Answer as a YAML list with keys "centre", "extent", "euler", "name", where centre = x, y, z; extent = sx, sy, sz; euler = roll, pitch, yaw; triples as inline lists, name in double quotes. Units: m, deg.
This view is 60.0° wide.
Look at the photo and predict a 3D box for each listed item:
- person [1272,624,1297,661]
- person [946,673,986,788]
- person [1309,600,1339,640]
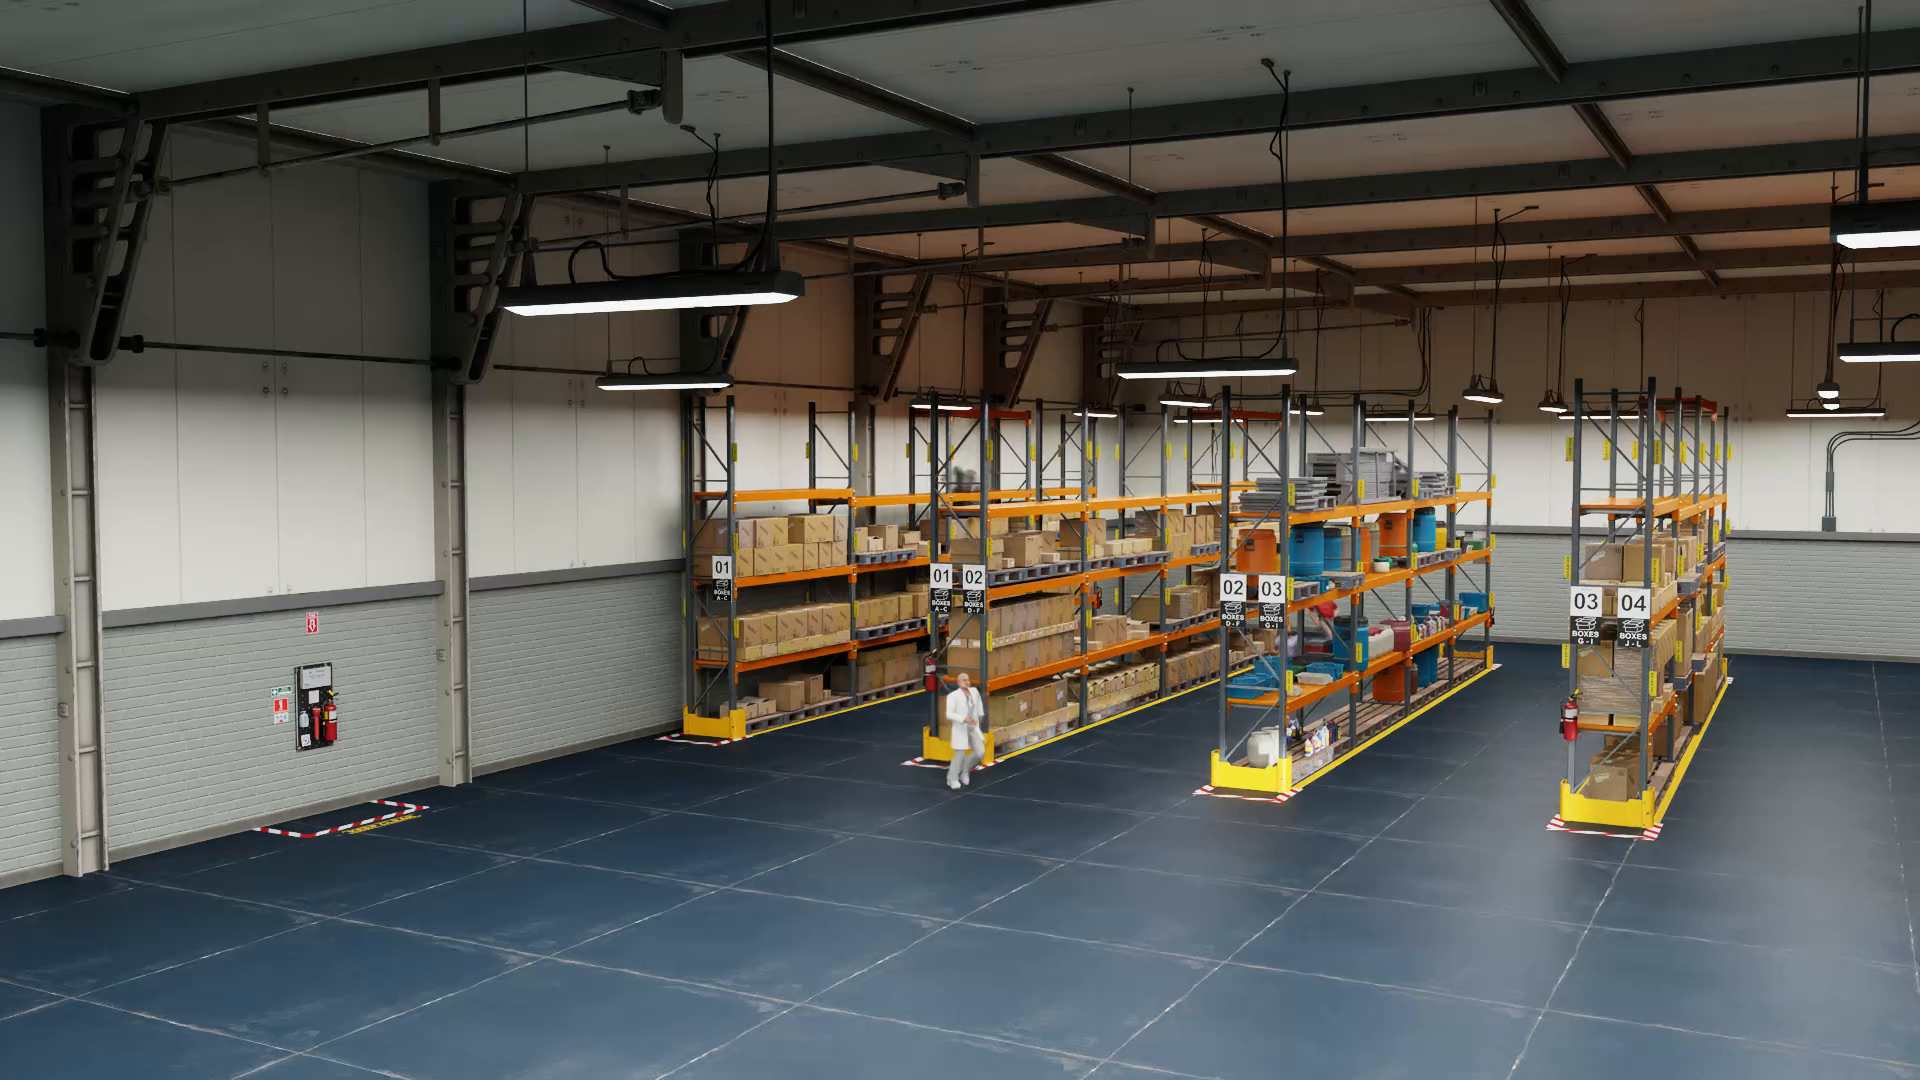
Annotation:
- centre: [6.394, 2.445, 32.514]
  extent: [0.612, 1.634, 0.894]
  euler: [1, 3, 23]
  name: "person"
- centre: [0.102, 2.835, 24.597]
  extent: [0.736, 1.728, 0.829]
  euler: [-2, 3, -29]
  name: "person"
- centre: [8.950, 2.039, 40.590]
  extent: [0.732, 1.641, 0.714]
  euler: [-1, 3, -16]
  name: "person"
